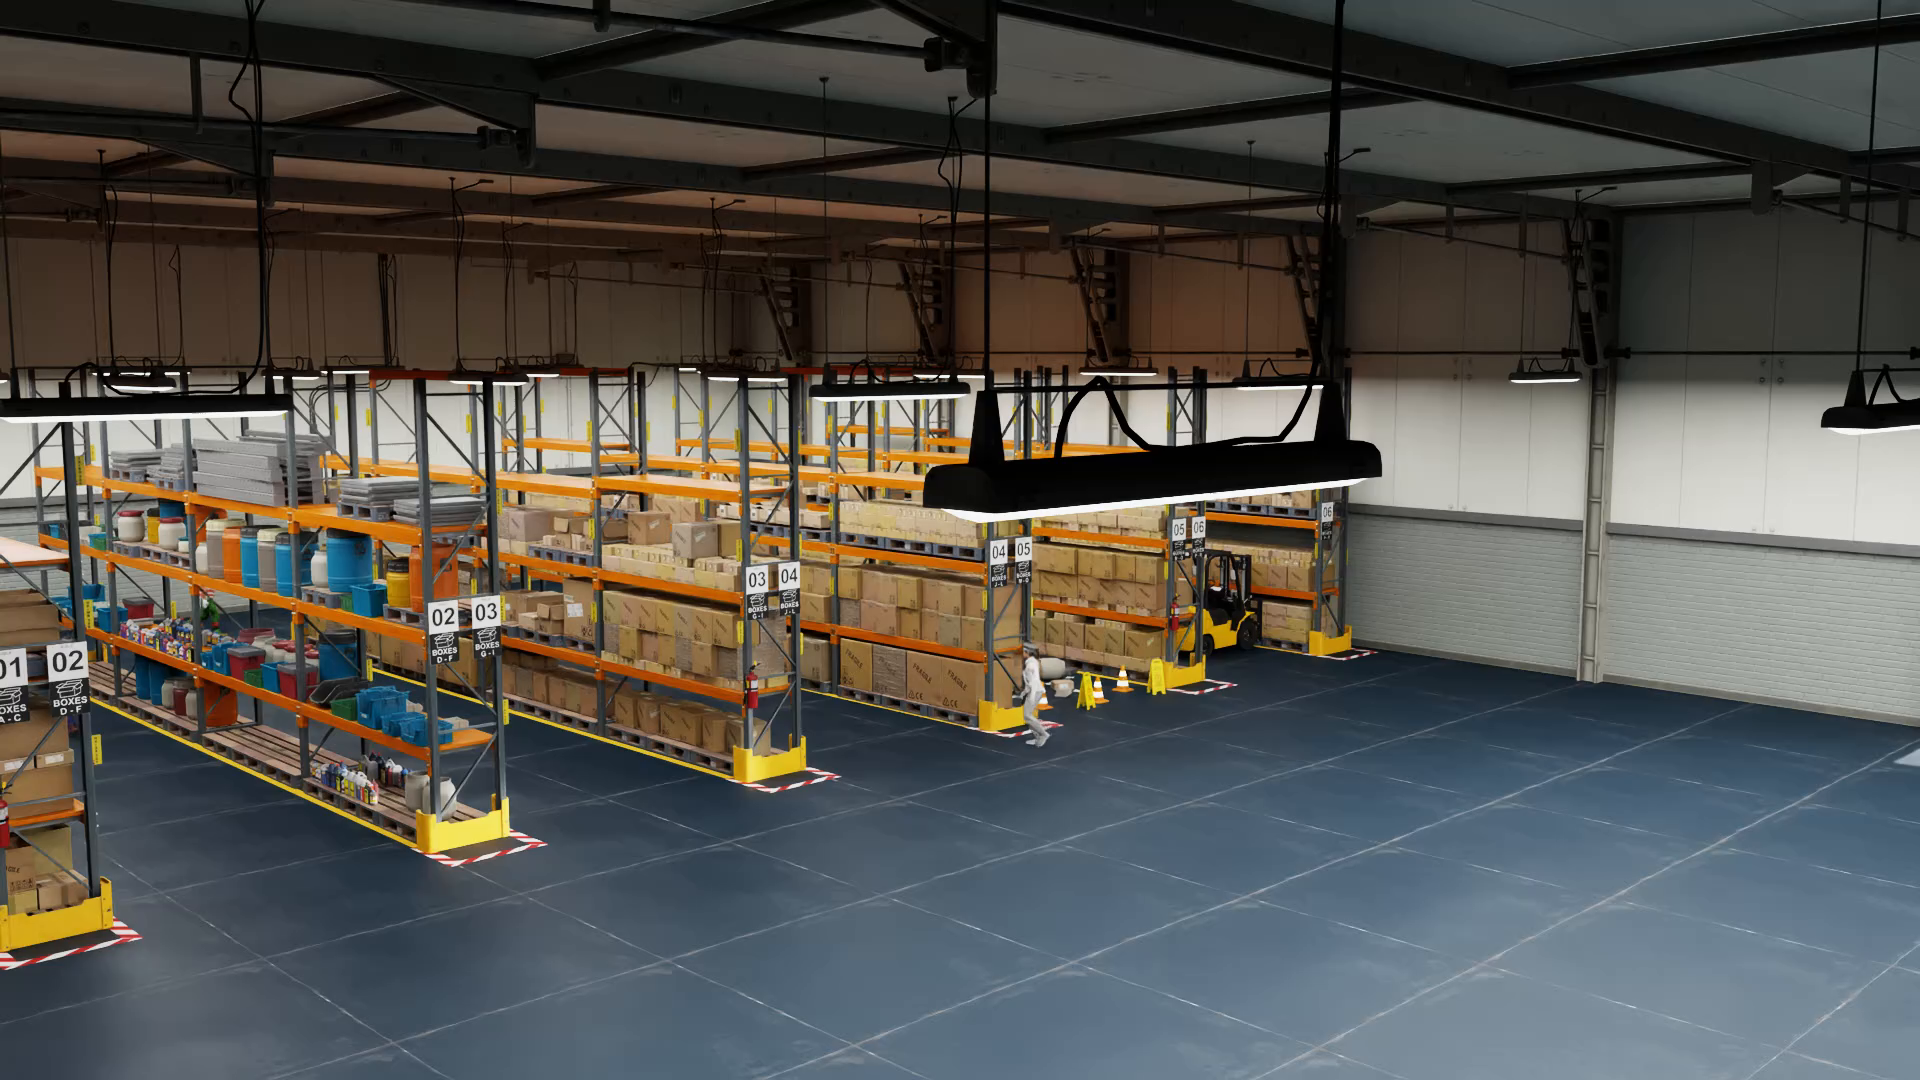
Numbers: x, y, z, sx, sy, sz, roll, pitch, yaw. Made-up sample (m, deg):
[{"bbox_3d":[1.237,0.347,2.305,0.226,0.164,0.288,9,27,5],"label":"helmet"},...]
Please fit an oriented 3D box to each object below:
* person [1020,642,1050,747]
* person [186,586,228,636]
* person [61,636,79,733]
[{"bbox_3d":[1.207,2.490,26.868,0.492,1.645,0.566,1,6,7],"label":"person"},{"bbox_3d":[-16.763,1.301,36.847,0.933,1.755,0.546,-3,7,-23],"label":"person"},{"bbox_3d":[-14.857,2.387,27.765,1.005,1.590,0.507,4,8,32],"label":"person"}]
